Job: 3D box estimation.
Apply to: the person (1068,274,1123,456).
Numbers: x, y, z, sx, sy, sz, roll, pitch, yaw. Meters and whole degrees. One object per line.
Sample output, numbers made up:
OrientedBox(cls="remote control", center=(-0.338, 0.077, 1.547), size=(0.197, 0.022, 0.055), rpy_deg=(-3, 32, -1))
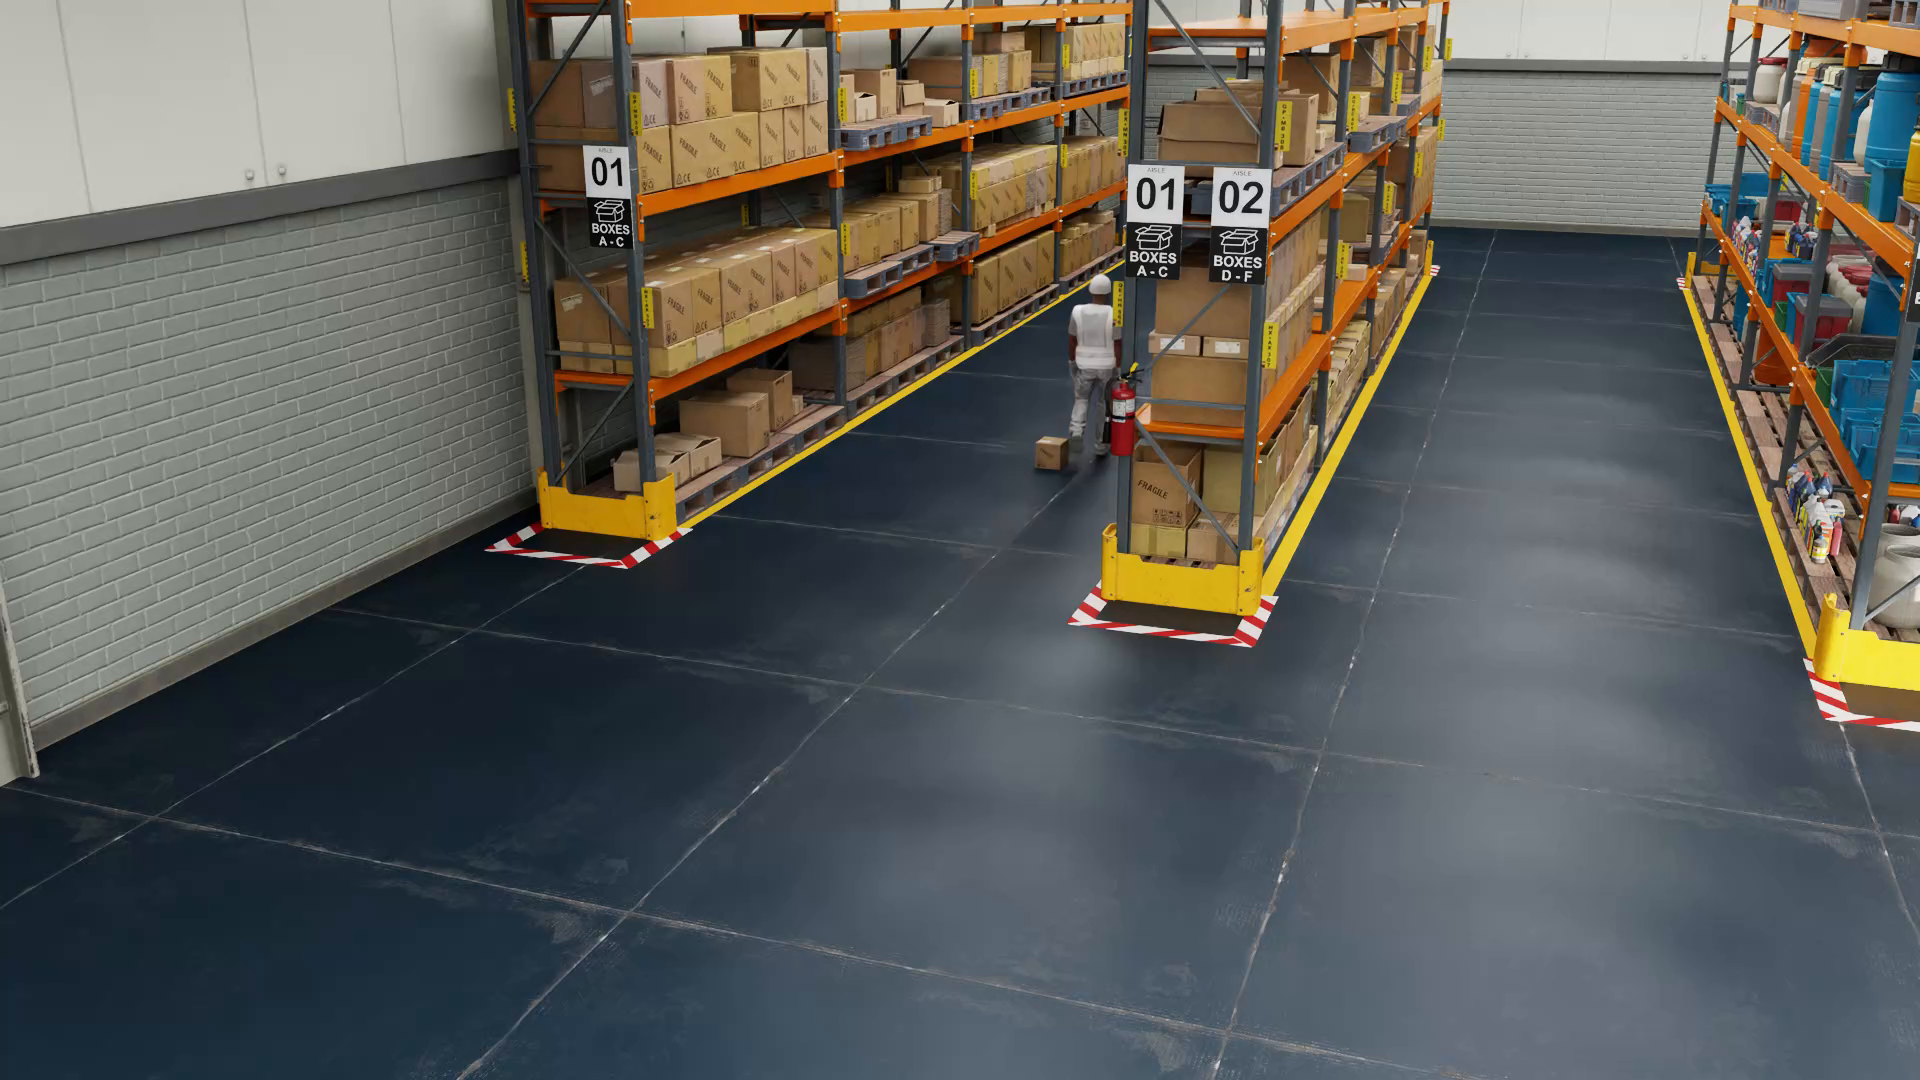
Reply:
OrientedBox(cls="person", center=(1.301, -1.666, 15.963), size=(0.547, 1.775, 0.650), rpy_deg=(5, 19, 15))
